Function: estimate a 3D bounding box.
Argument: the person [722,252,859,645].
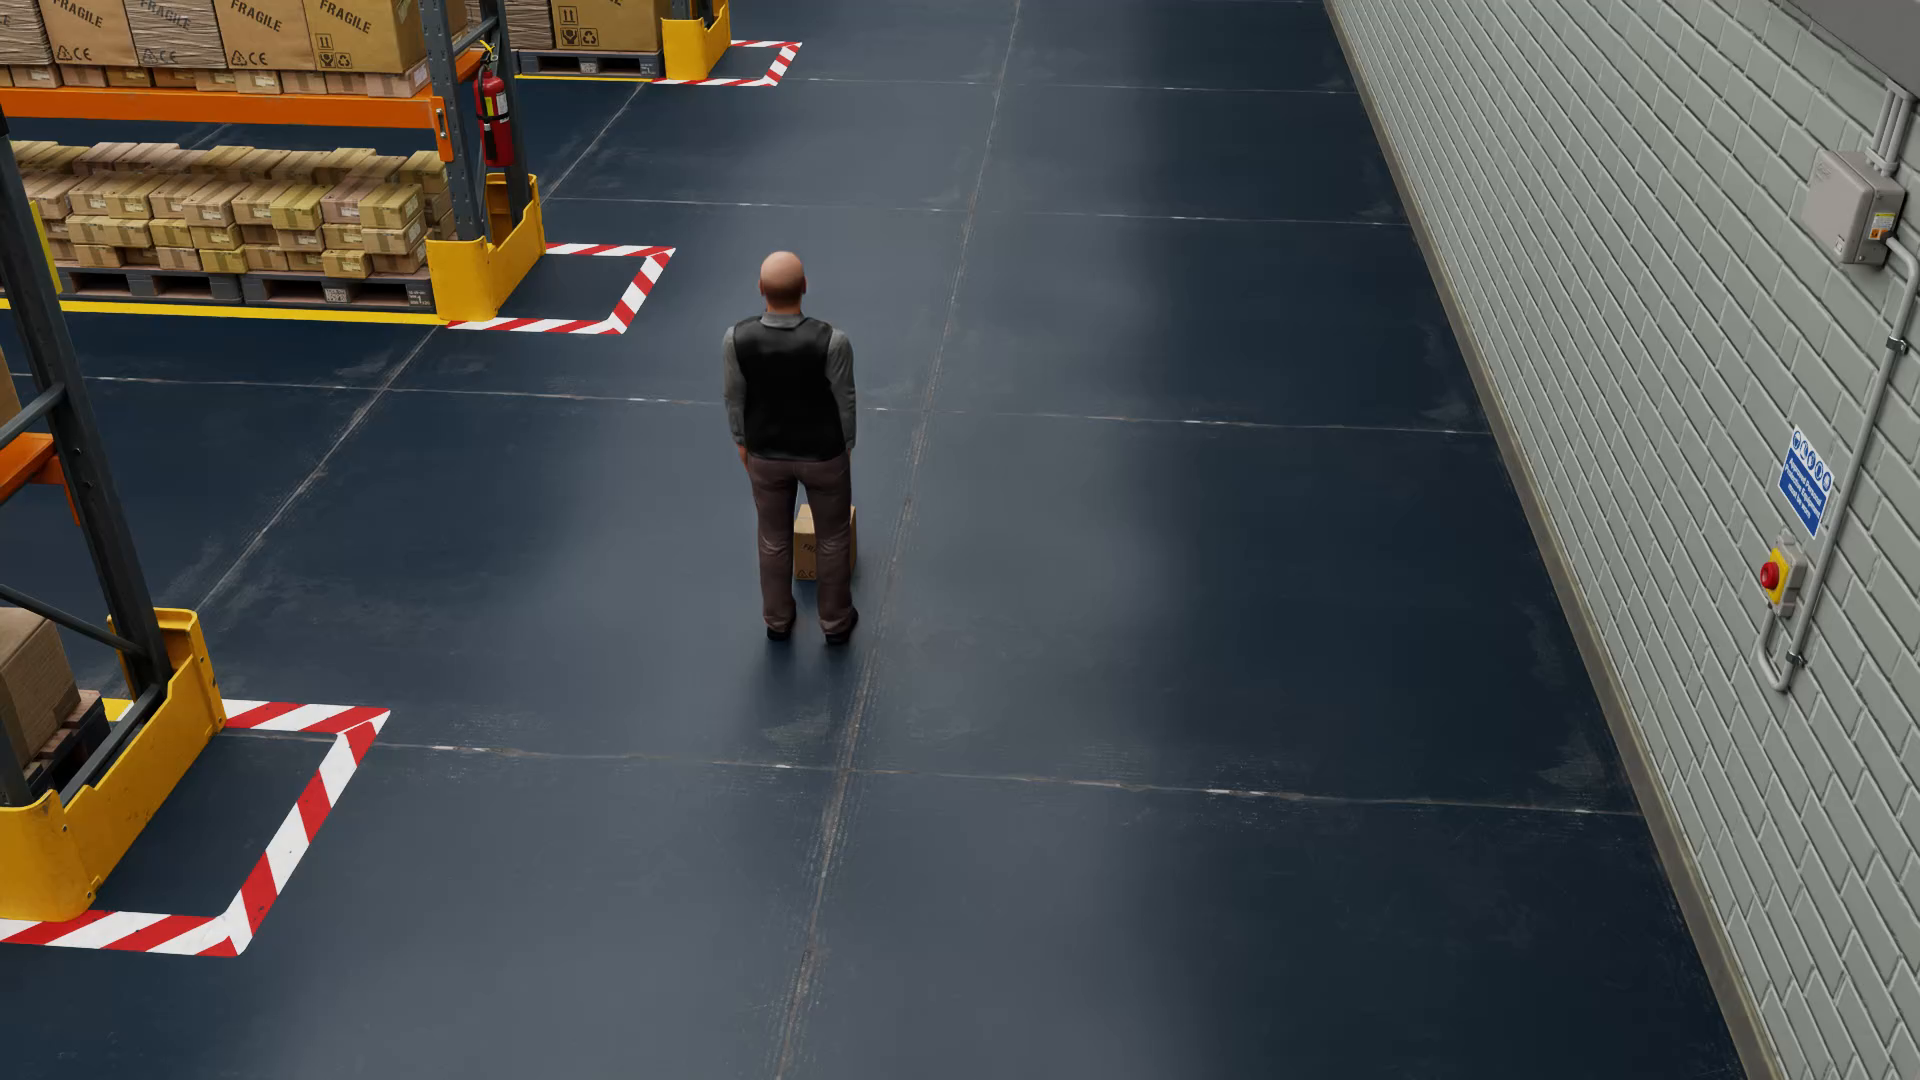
[{"bbox_3d":[-0.673,-0.357,6.750,0.533,1.718,0.344,3,32,5],"label":"person"}]
